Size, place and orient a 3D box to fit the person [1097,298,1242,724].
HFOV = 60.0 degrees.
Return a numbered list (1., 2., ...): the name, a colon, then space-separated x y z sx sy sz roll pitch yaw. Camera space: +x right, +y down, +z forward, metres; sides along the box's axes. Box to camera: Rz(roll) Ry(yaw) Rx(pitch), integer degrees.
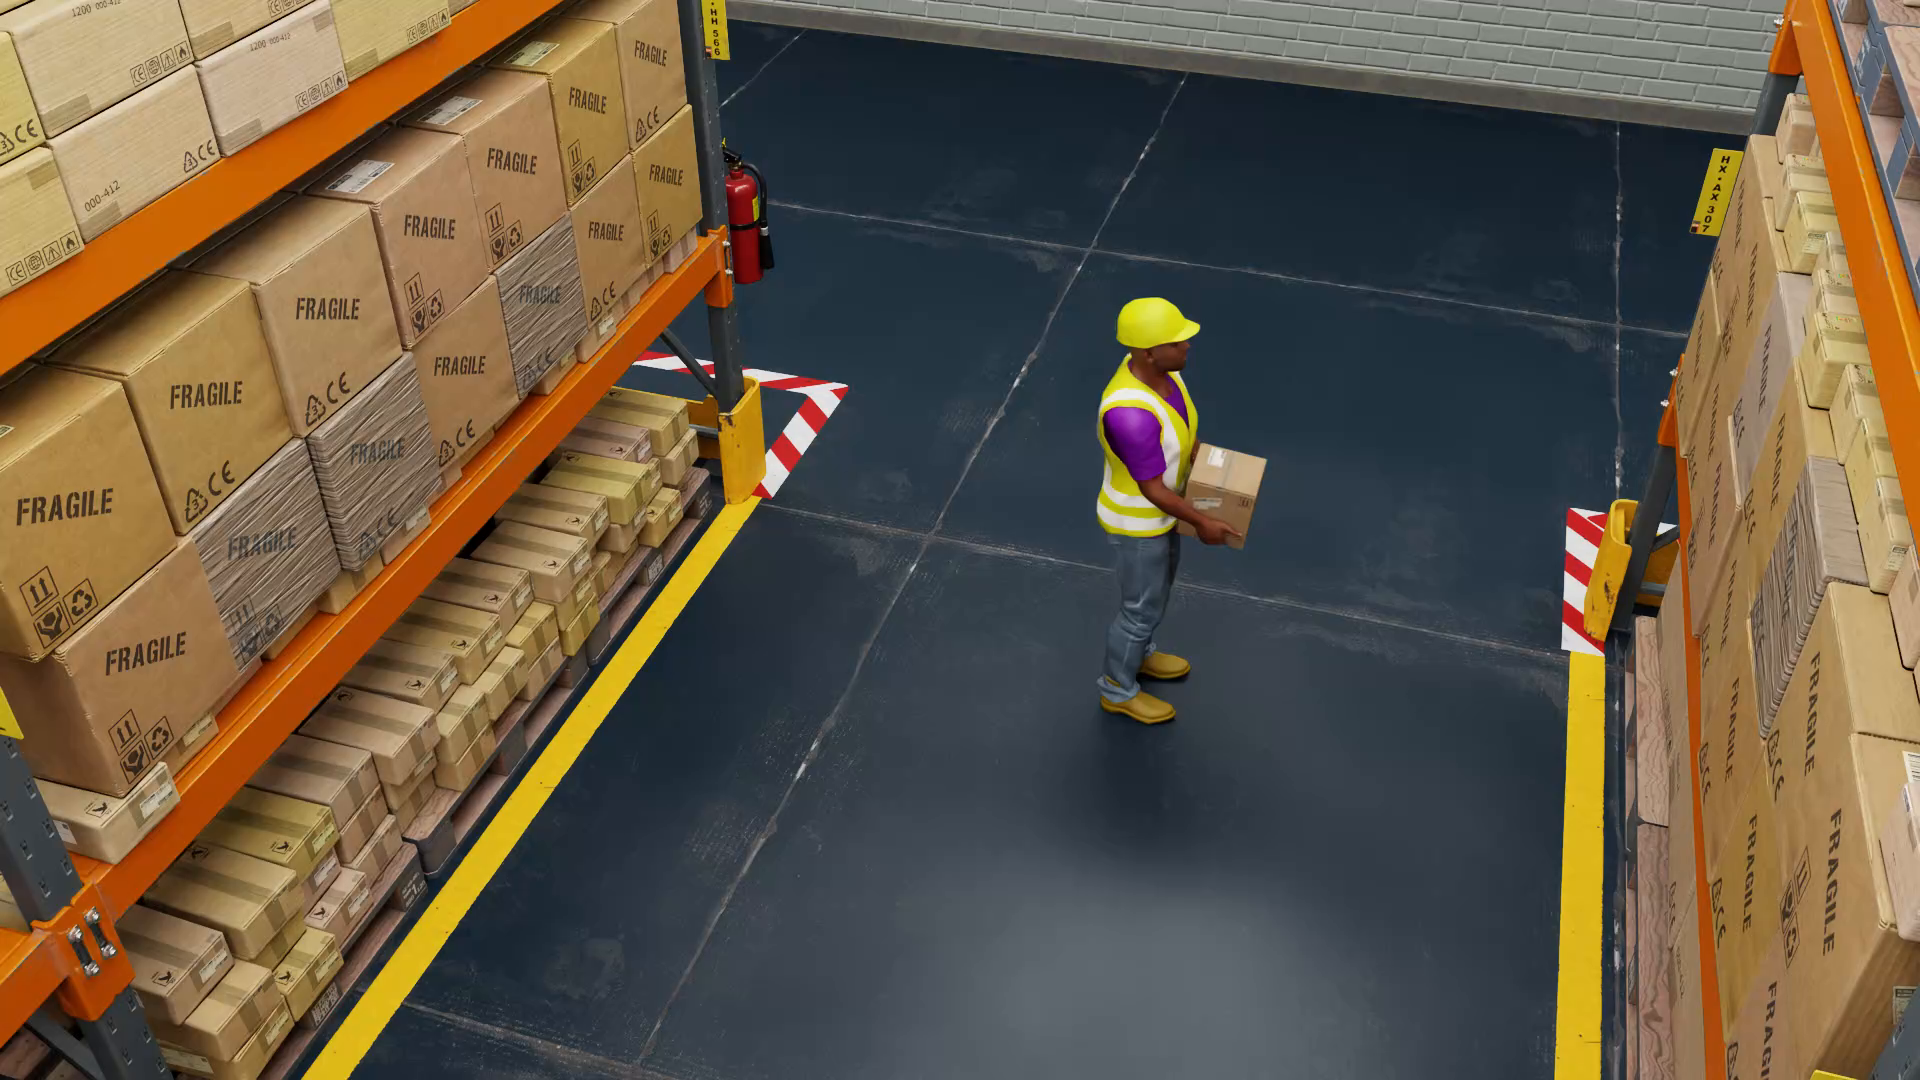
1. person: 0.795 -0.097 6.258 0.567 1.769 0.528 10 38 14
